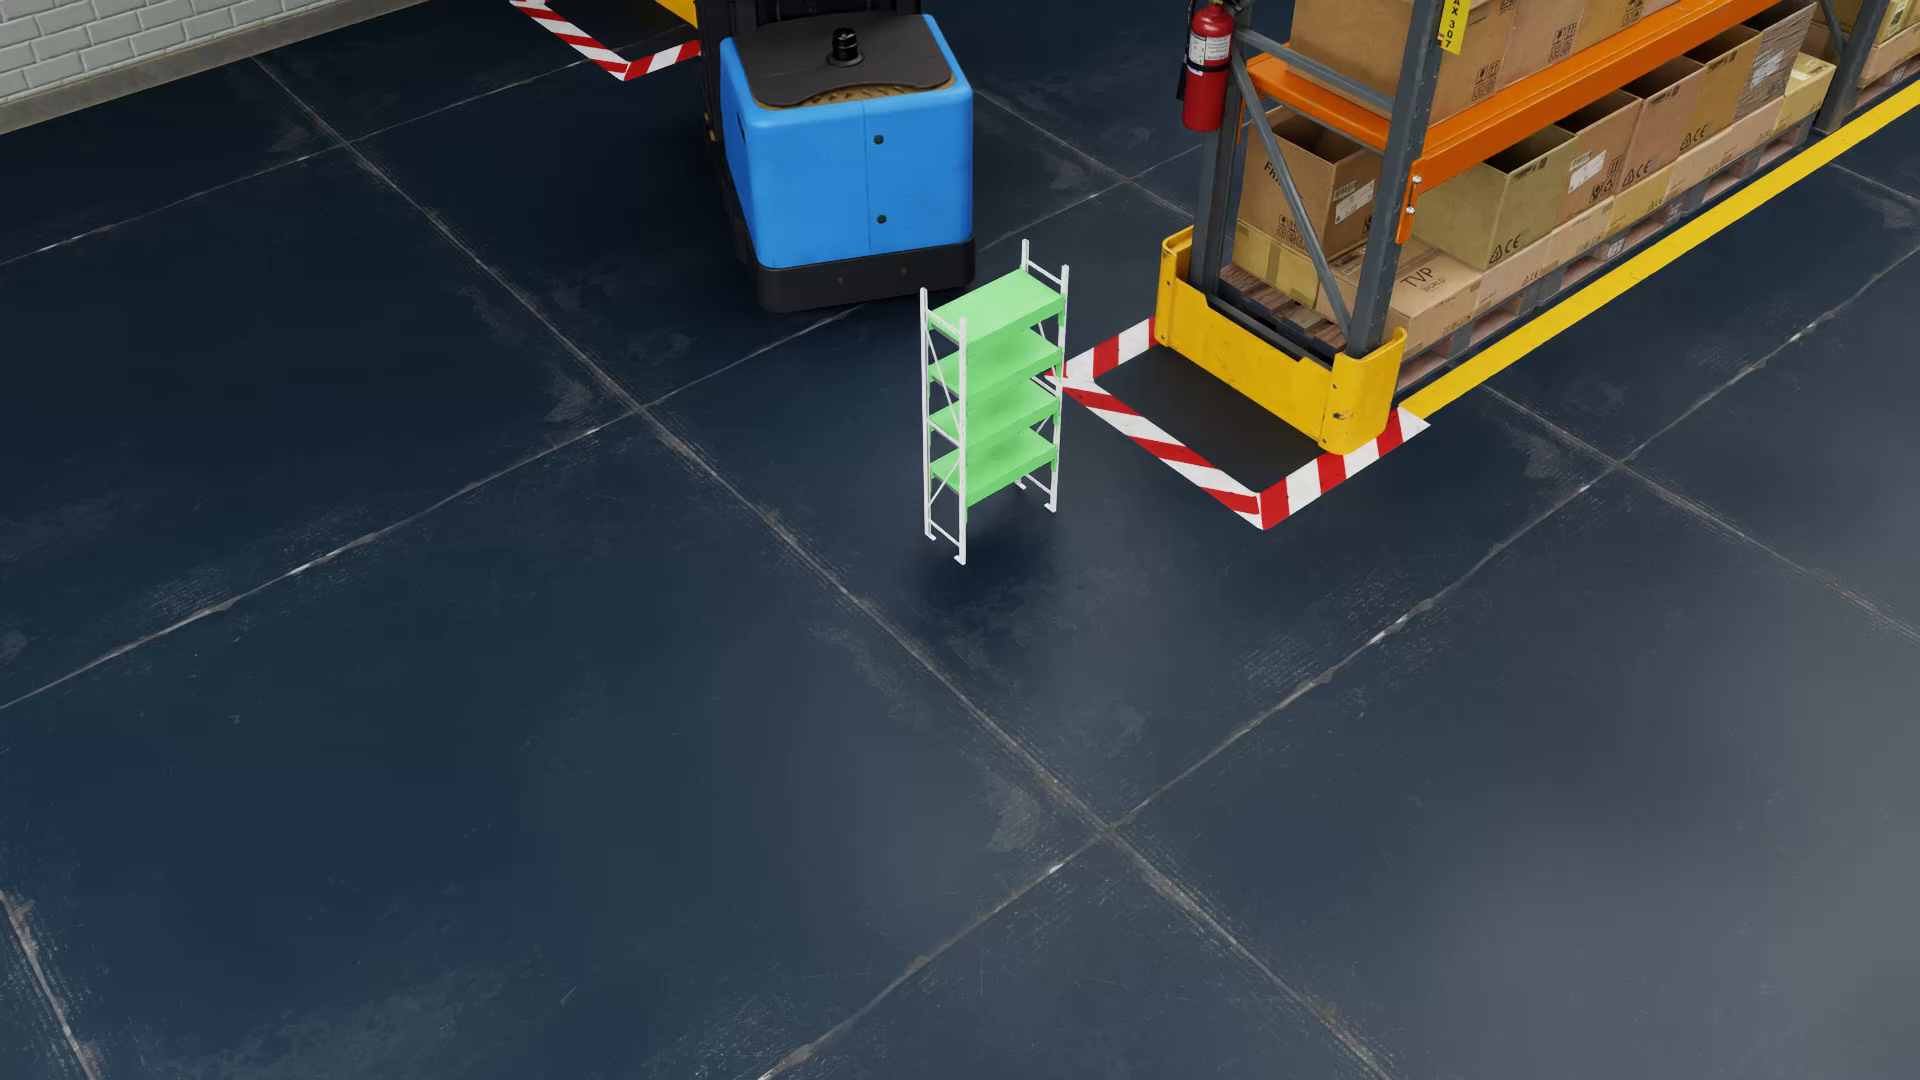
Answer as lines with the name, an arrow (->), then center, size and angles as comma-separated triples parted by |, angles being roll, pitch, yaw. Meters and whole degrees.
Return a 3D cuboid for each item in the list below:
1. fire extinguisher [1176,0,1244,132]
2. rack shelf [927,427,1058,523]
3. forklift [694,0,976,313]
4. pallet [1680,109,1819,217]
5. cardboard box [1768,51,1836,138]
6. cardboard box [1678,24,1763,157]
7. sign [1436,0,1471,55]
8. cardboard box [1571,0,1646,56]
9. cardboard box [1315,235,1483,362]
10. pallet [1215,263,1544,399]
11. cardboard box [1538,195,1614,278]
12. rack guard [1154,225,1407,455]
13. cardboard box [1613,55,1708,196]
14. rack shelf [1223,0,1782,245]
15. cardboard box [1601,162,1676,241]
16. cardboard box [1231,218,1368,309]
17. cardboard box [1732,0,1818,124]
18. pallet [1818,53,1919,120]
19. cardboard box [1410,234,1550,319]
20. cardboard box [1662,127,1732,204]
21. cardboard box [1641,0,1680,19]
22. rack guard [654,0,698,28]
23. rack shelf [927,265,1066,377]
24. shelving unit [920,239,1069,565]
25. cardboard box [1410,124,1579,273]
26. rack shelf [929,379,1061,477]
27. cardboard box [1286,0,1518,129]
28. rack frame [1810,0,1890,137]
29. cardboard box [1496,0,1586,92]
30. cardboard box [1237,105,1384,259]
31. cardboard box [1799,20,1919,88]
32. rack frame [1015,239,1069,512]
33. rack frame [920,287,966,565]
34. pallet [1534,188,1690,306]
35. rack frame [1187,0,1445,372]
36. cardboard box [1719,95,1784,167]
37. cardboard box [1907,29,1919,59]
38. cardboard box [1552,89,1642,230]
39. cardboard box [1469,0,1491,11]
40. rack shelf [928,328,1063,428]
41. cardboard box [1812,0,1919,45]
fire extinguisher -> 1.014, -1.996, 6.740 | 0.183, 0.674, 0.296 | -30, 51, -28
rack shelf -> 0.127, -0.289, 6.625 | 0.480, 0.148, 0.258 | -30, 51, -28
forklift -> -0.793, -3.153, 7.967 | 1.130, 2.935, 3.031 | -10, 44, -11
pallet -> 3.834, -2.245, 8.986 | 1.213, 0.211, 1.003 | -30, 51, -28
cardboard box -> 4.256, -2.421, 8.839 | 0.500, 0.250, 0.500 | -30, 51, -28
cardboard box -> 3.484, -2.259, 8.119 | 0.500, 0.500, 0.500 | -30, 51, -28
sign -> 1.754, -1.882, 5.873 | 0.005, 0.325, 0.100 | -30, 51, -28
cardboard box -> 2.554, -2.515, 7.164 | 0.500, 0.500, 0.700 | -29, 51, -28
cardboard box -> 1.957, -1.101, 7.433 | 0.500, 0.250, 0.500 | -30, 51, -28
pallet -> 1.963, -1.173, 7.845 | 1.213, 0.211, 1.003 | -30, 51, -28
cardboard box -> 2.722, -1.542, 7.903 | 0.500, 0.250, 0.500 | -30, 51, -28
rack guard -> 1.384, -0.910, 7.354 | 0.348, 0.500, 1.175 | -30, 51, -28
cardboard box -> 3.109, -2.032, 7.877 | 0.500, 0.500, 0.500 | -30, 51, -28
rack shelf -> 2.937, -2.448, 7.691 | 4.000, 0.370, 1.077 | -30, 51, -28
cardboard box -> 3.109, -1.759, 8.134 | 0.500, 0.250, 0.500 | -30, 51, -28
cardboard box -> 1.625, -1.373, 7.723 | 0.500, 0.250, 0.500 | -30, 51, -28
cardboard box -> 3.865, -2.481, 8.355 | 0.500, 0.500, 0.500 | -30, 51, -28
pallet -> 5.011, -2.916, 9.701 | 1.213, 0.211, 1.003 | -30, 51, -28
cardboard box -> 2.338, -1.323, 7.669 | 0.500, 0.250, 0.500 | -30, 51, -28
cardboard box -> 3.492, -1.979, 8.368 | 0.500, 0.250, 0.500 | -30, 51, -28
cardboard box -> 2.955, -2.748, 7.412 | 0.500, 0.500, 0.700 | -28, 50, -27
rack guard -> -1.720, -3.554, 10.169 | 0.348, 0.500, 1.175 | -30, 51, -28
rack shelf -> 0.127, -0.813, 6.132 | 0.480, 0.148, 0.258 | -30, 51, -28
shelving unit -> 0.127, -0.510, 6.417 | 0.503, 1.200, 0.258 | -30, 51, -28
cardboard box -> 2.339, -1.595, 7.412 | 0.500, 0.500, 0.500 | -30, 51, -28
rack shelf -> 0.127, -0.463, 6.460 | 0.480, 0.148, 0.258 | -30, 51, -28
cardboard box -> 1.769, -2.067, 6.686 | 0.500, 0.500, 0.700 | -30, 51, -28
rack frame -> 4.471, -3.589, 8.380 | 0.127, 3.000, 1.000 | -30, 51, -28
cardboard box -> 2.169, -2.300, 6.935 | 0.500, 0.500, 0.700 | -28, 50, -27
cardboard box -> 1.623, -1.648, 7.467 | 0.500, 0.500, 0.500 | -30, 51, -28
cardboard box -> 4.939, -2.787, 9.228 | 0.500, 0.250, 0.500 | -31, 51, -29
rack frame -> 0.314, -0.617, 6.531 | 0.015, 1.200, 0.240 | -30, 51, -28
rack frame -> -0.060, -0.403, 6.303 | 0.015, 1.200, 0.240 | -30, 51, -28
pallet -> 2.898, -1.706, 8.413 | 1.213, 0.211, 1.003 | -30, 51, -28
rack frame -> 1.403, -1.832, 6.509 | 0.127, 3.000, 1.000 | -30, 51, -28
cardboard box -> 3.866, -2.207, 8.610 | 0.500, 0.250, 0.500 | -30, 51, -28
cardboard box -> 5.332, -3.010, 9.466 | 0.500, 0.250, 0.500 | -29, 50, -27
cardboard box -> 2.715, -1.822, 7.653 | 0.500, 0.500, 0.500 | -30, 51, -28
cardboard box -> 1.842, -2.164, 6.316 | 0.250, 0.149, 0.380 | -30, 51, -28
rack shelf -> 0.127, -0.638, 6.296 | 0.480, 0.148, 0.258 | -30, 51, -28
cardboard box -> 4.948, -2.995, 9.040 | 0.500, 0.311, 0.500 | -30, 51, -28
